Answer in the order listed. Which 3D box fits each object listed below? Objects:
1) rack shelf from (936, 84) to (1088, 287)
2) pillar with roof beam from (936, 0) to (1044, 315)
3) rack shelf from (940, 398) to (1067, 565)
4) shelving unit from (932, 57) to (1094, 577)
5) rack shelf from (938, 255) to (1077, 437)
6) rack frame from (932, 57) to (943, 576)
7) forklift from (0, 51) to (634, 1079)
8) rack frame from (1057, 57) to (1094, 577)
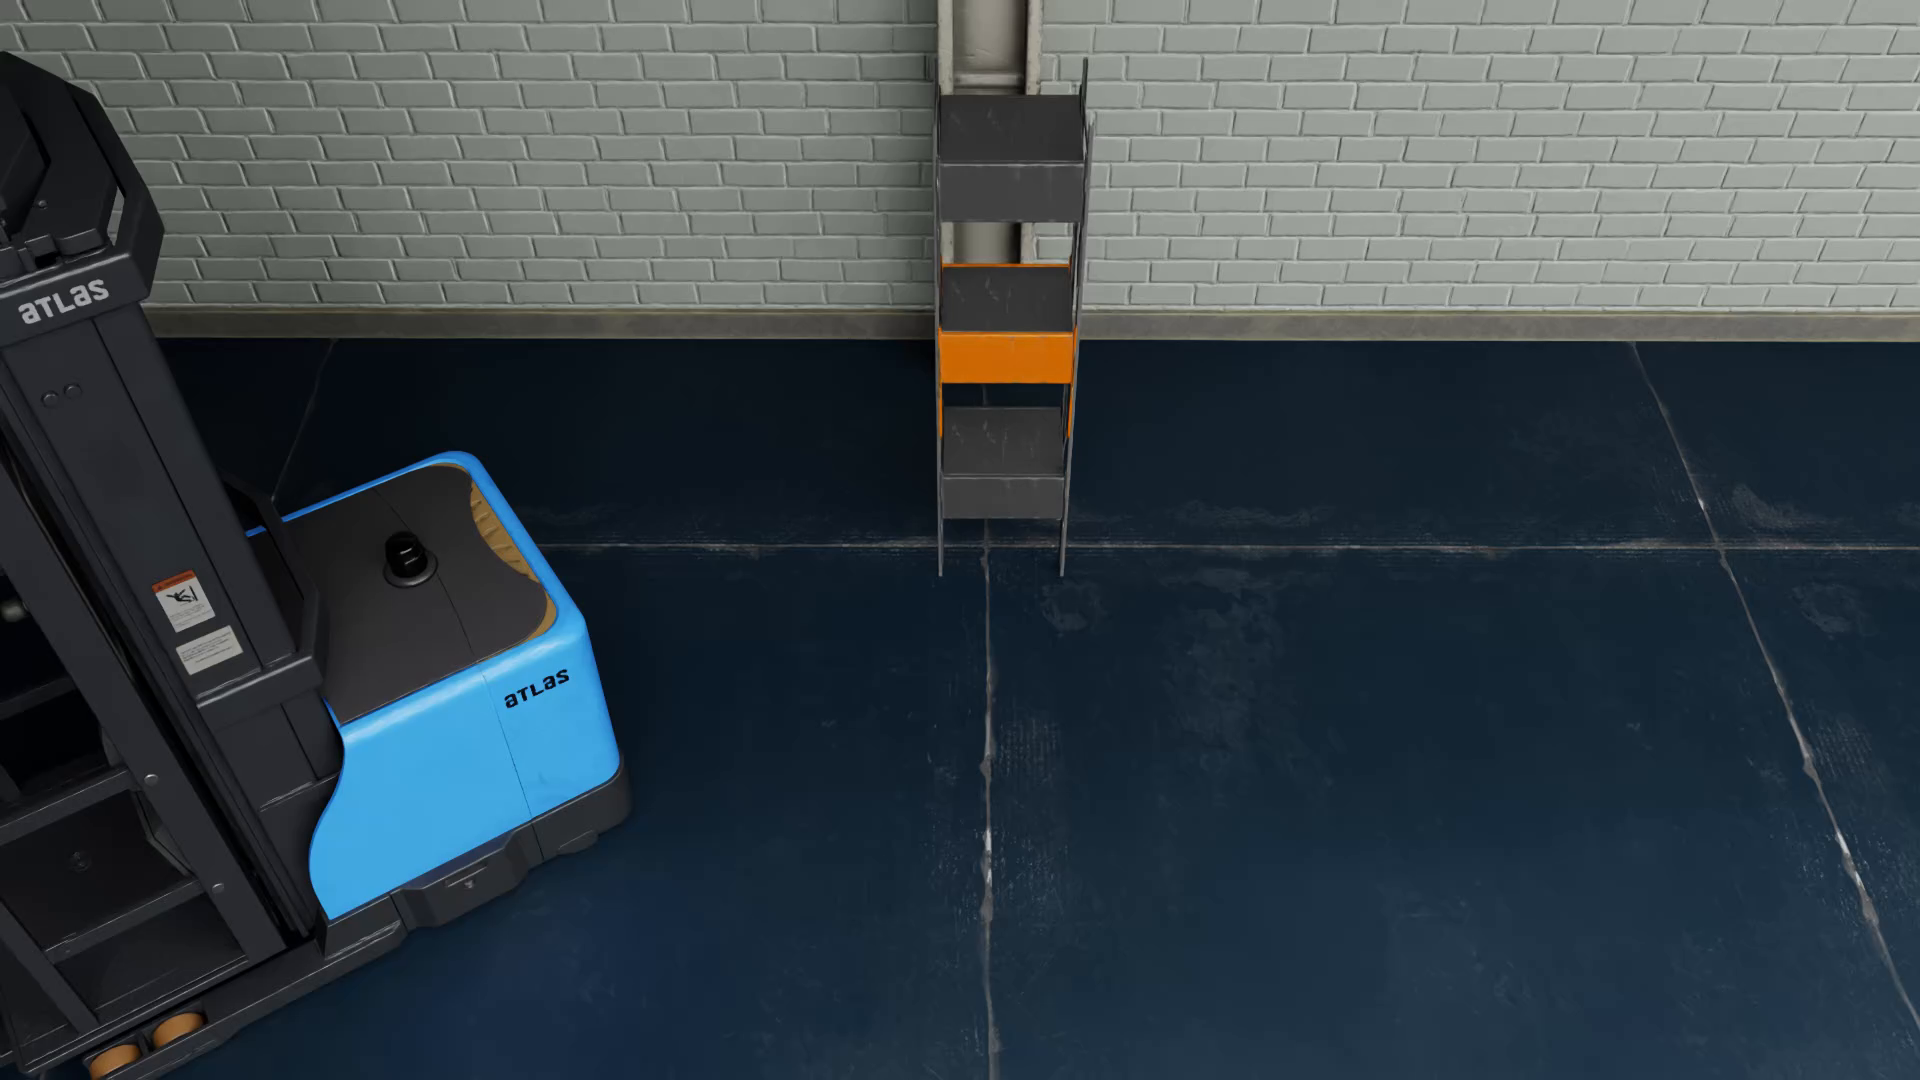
[{"bbox_3d":[0.166,-1.183,5.559,0.480,0.518,0.431,0,47,0],"label":"rack shelf"},{"bbox_3d":[0.096,-0.757,1.388,0.400,9.000,9.100,0,47,0],"label":"pillar with roof beam"},{"bbox_3d":[0.166,-0.229,6.584,0.480,0.518,0.431,0,47,0],"label":"rack shelf"},{"bbox_3d":[0.166,-0.715,6.062,0.503,2.100,0.431,0,47,0],"label":"shelving unit"},{"bbox_3d":[0.166,-0.706,6.072,0.480,0.518,0.431,0,47,0],"label":"rack shelf"},{"bbox_3d":[-0.078,-0.716,6.062,0.015,2.100,0.400,0,47,0],"label":"rack frame"},{"bbox_3d":[-2.661,0.294,4.555,3.031,2.935,1.130,-26,52,-22],"label":"forklift"},{"bbox_3d":[0.410,-0.714,6.061,0.015,2.100,0.400,0,47,0],"label":"rack frame"}]
